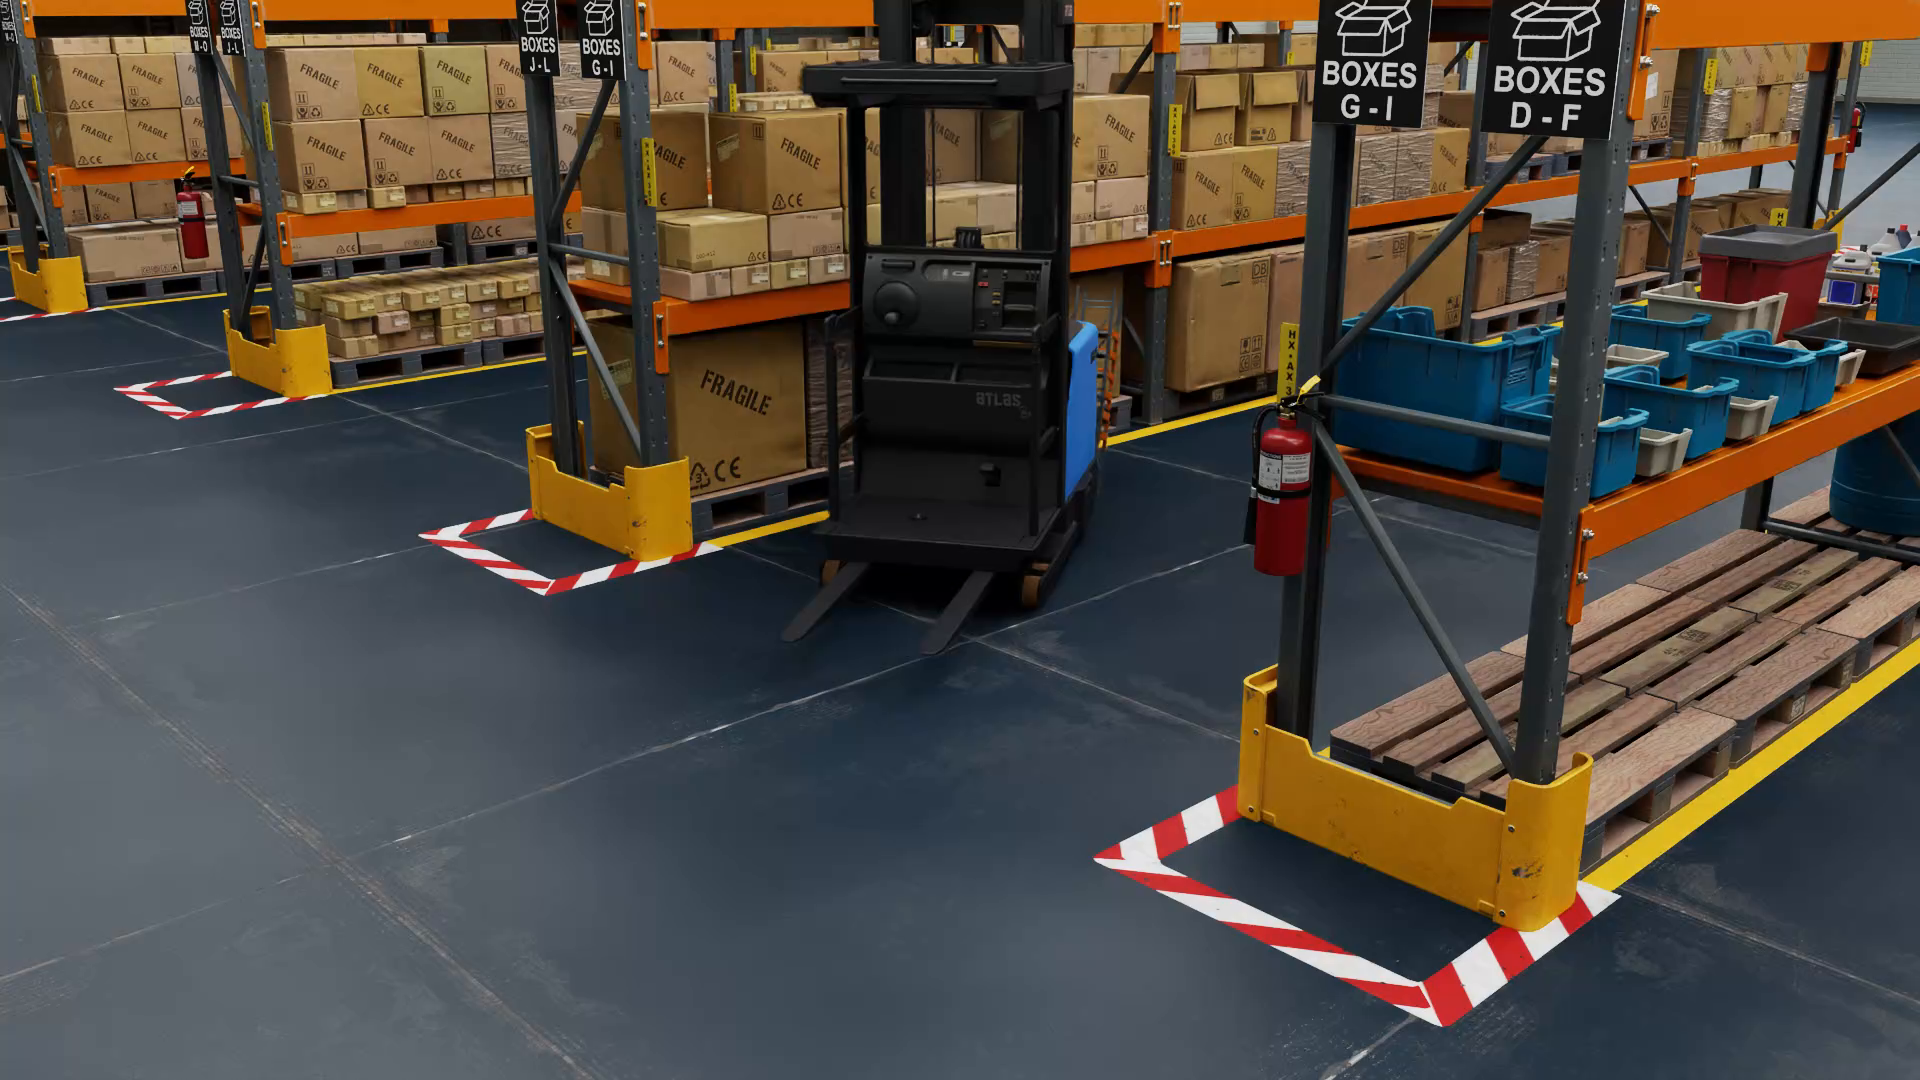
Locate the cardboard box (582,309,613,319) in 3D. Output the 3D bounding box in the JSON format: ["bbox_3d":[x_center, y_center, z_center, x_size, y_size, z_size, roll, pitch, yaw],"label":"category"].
[{"bbox_3d":[-3.130,-1.922,13.992,0.250,0.149,0.380,-16,24,-41],"label":"cardboard box"}]

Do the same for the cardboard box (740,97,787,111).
[{"bbox_3d":[-1.725,-3.801,14.607,0.250,0.149,0.380,-15,23,-38],"label":"cardboard box"}]

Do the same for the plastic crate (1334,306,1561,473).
[{"bbox_3d":[1.619,-0.525,5.587,0.499,0.435,0.616,-16,24,-41],"label":"plastic crate"}]

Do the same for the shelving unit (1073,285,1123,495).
[{"bbox_3d":[0.756,-0.881,9.774,0.258,1.200,0.189,6,-2,18],"label":"shelving unit"}]

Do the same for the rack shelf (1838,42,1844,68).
[{"bbox_3d":[5.863,-2.723,8.823,4.000,0.370,1.077,-16,24,-41],"label":"rack shelf"}]

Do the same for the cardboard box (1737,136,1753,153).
[{"bbox_3d":[7.921,-4.087,17.133,0.250,0.149,0.380,-16,24,-41],"label":"cardboard box"}]

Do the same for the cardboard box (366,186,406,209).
[{"bbox_3d":[-4.384,-2.594,12.529,0.380,0.149,0.250,17,25,42],"label":"cardboard box"}]

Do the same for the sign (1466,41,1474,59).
[{"bbox_3d":[6.755,-6.539,22.029,0.005,0.325,0.100,-16,24,-41],"label":"sign"}]

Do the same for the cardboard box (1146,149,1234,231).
[{"bbox_3d":[1.513,-2.414,11.404,0.500,0.500,0.500,-16,24,-41],"label":"cardboard box"}]

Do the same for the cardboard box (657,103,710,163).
[{"bbox_3d":[-2.484,-3.481,14.213,0.500,0.500,0.500,-16,24,-41],"label":"cardboard box"}]

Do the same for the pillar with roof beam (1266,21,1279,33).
[{"bbox_3d":[10.057,-12.686,33.522,0.400,9.000,9.100,-16,24,-41],"label":"pillar with roof beam"}]

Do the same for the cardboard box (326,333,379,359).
[{"bbox_3d":[-4.633,-1.493,12.667,0.250,0.149,0.380,-16,24,-40],"label":"cardboard box"}]

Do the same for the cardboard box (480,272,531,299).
[{"bbox_3d":[-3.677,-2.055,13.436,0.250,0.149,0.380,-16,24,-40],"label":"cardboard box"}]

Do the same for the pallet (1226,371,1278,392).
[{"bbox_3d":[2.403,-1.438,13.079,1.213,0.211,1.003,-16,24,-41],"label":"pallet"}]

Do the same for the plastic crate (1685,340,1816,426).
[{"bbox_3d":[2.866,-0.574,6.064,0.300,0.233,0.416,-16,24,-41],"label":"plastic crate"}]

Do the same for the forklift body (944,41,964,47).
[{"bbox_3d":[-0.620,-6.985,27.043,1.214,2.155,2.313,-16,24,-41],"label":"forklift body"}]

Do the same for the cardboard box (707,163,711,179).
[{"bbox_3d":[-2.374,-3.225,14.476,0.250,0.149,0.380,-17,24,-41],"label":"cardboard box"}]

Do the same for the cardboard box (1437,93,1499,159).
[{"bbox_3d":[4.279,-3.543,14.206,0.500,0.500,0.500,14,23,37],"label":"cardboard box"}]

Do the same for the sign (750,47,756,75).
[{"bbox_3d":[-2.511,-5.820,20.195,0.005,0.325,0.100,-16,24,-41],"label":"sign"}]

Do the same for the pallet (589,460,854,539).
[{"bbox_3d":[-1.372,-0.338,9.684,1.213,0.211,1.003,-16,24,-41],"label":"pallet"}]

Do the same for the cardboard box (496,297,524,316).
[{"bbox_3d":[-3.765,-1.940,13.564,0.250,0.149,0.380,-15,23,-38],"label":"cardboard box"}]

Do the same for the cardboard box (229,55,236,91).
[{"bbox_3d":[-7.062,-4.587,16.485,0.500,0.500,0.500,-16,24,-41],"label":"cardboard box"}]

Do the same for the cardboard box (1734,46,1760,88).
[{"bbox_3d":[7.684,-4.829,16.750,0.500,0.500,0.500,-16,24,-41],"label":"cardboard box"}]

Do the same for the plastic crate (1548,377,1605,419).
[{"bbox_3d":[2.192,-0.542,6.122,0.243,0.136,0.396,-16,24,-41],"label":"plastic crate"}]

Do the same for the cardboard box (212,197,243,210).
[{"bbox_3d":[-9.417,-4.317,21.377,0.380,0.149,0.250,17,25,42],"label":"cardboard box"}]

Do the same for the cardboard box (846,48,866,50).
[{"bbox_3d":[-1.258,-6.386,22.494,0.500,0.500,0.500,-16,24,-41],"label":"cardboard box"}]

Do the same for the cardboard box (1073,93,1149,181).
[{"bbox_3d":[0.857,-2.594,10.667,0.500,0.500,0.500,-15,23,-39],"label":"cardboard box"}]

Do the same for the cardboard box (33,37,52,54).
[{"bbox_3d":[-8.585,-4.651,15.630,0.250,0.149,0.380,-16,24,-40],"label":"cardboard box"}]

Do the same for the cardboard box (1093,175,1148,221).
[{"bbox_3d":[0.867,-2.242,10.798,0.500,0.250,0.500,-17,24,-42],"label":"cardboard box"}]

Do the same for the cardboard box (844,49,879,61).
[{"bbox_3d":[-1.285,-6.156,21.782,0.500,0.500,0.500,17,24,42],"label":"cardboard box"}]

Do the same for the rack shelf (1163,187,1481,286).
[{"bbox_3d":[2.460,-2.406,12.709,4.000,0.370,1.077,-16,24,-41],"label":"rack shelf"}]

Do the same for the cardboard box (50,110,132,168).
[{"bbox_3d":[-8.162,-3.783,15.626,0.500,0.500,0.500,-17,24,-41],"label":"cardboard box"}]

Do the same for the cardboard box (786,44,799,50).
[{"bbox_3d":[-2.659,-7.983,27.046,0.250,0.149,0.380,-17,24,-42],"label":"cardboard box"}]

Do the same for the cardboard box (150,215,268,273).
[{"bbox_3d":[-7.638,-3.037,16.961,0.875,0.438,0.875,-15,24,-39],"label":"cardboard box"}]

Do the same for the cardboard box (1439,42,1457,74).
[{"bbox_3d":[6.096,-6.515,22.223,0.550,0.550,0.875,-16,24,-41],"label":"cardboard box"}]

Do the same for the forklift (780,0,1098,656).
[{"bbox_3d":[-0.068,-1.191,7.906,1.130,2.935,3.031,4,18,13],"label":"forklift"}]

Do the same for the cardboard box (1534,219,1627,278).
[{"bbox_3d":[6.000,-2.818,16.152,0.500,0.500,0.700,-16,24,-41],"label":"cardboard box"}]

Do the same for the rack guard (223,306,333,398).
[{"bbox_3d":[-5.178,-1.437,12.606,0.348,0.500,1.175,-16,24,-41],"label":"rack guard"}]

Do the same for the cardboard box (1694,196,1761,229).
[{"bbox_3d":[8.383,-3.487,18.248,0.500,0.500,0.500,-14,22,-36],"label":"cardboard box"}]

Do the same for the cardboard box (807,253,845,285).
[{"bbox_3d":[-0.855,-1.523,9.227,0.250,0.149,0.380,-17,24,-42],"label":"cardboard box"}]

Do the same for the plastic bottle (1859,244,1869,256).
[{"bbox_3d":[4.611,-1.374,8.549,0.133,0.283,0.061,-16,24,-41],"label":"plastic bottle"}]

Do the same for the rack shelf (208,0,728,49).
[{"bbox_3d":[-3.780,-4.118,13.127,4.000,0.370,1.077,-16,24,-41],"label":"rack shelf"}]

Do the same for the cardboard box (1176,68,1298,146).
[{"bbox_3d":[1.972,-3.129,11.985,0.637,0.503,0.797,-16,24,-40],"label":"cardboard box"}]

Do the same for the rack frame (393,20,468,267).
[{"bbox_3d":[-5.801,-4.546,18.141,0.127,3.000,1.000,-16,24,-41],"label":"rack frame"}]

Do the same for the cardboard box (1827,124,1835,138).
[{"bbox_3d":[9.661,-4.641,18.844,0.250,0.149,0.380,-16,24,-41],"label":"cardboard box"}]

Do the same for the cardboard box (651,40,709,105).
[{"bbox_3d":[-2.483,-3.962,14.076,0.500,0.500,0.500,17,24,42],"label":"cardboard box"}]

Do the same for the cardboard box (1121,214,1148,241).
[{"bbox_3d":[1.011,-2.067,10.904,0.250,0.149,0.380,-16,24,-41],"label":"cardboard box"}]

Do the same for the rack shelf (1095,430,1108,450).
[{"bbox_3d":[0.722,-0.598,9.763,0.258,0.103,0.180,6,-2,18],"label":"rack shelf"}]

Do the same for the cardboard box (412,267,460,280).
[{"bbox_3d":[-4.311,-2.139,13.697,0.250,0.149,0.380,-15,23,-39],"label":"cardboard box"}]

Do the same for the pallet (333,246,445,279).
[{"bbox_3d":[-6.408,-3.075,18.128,1.213,0.211,1.003,-16,24,-41],"label":"pallet"}]

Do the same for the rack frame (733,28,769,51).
[{"bbox_3d":[-3.402,-7.352,26.798,0.127,3.000,1.000,-16,24,-41],"label":"rack frame"}]
